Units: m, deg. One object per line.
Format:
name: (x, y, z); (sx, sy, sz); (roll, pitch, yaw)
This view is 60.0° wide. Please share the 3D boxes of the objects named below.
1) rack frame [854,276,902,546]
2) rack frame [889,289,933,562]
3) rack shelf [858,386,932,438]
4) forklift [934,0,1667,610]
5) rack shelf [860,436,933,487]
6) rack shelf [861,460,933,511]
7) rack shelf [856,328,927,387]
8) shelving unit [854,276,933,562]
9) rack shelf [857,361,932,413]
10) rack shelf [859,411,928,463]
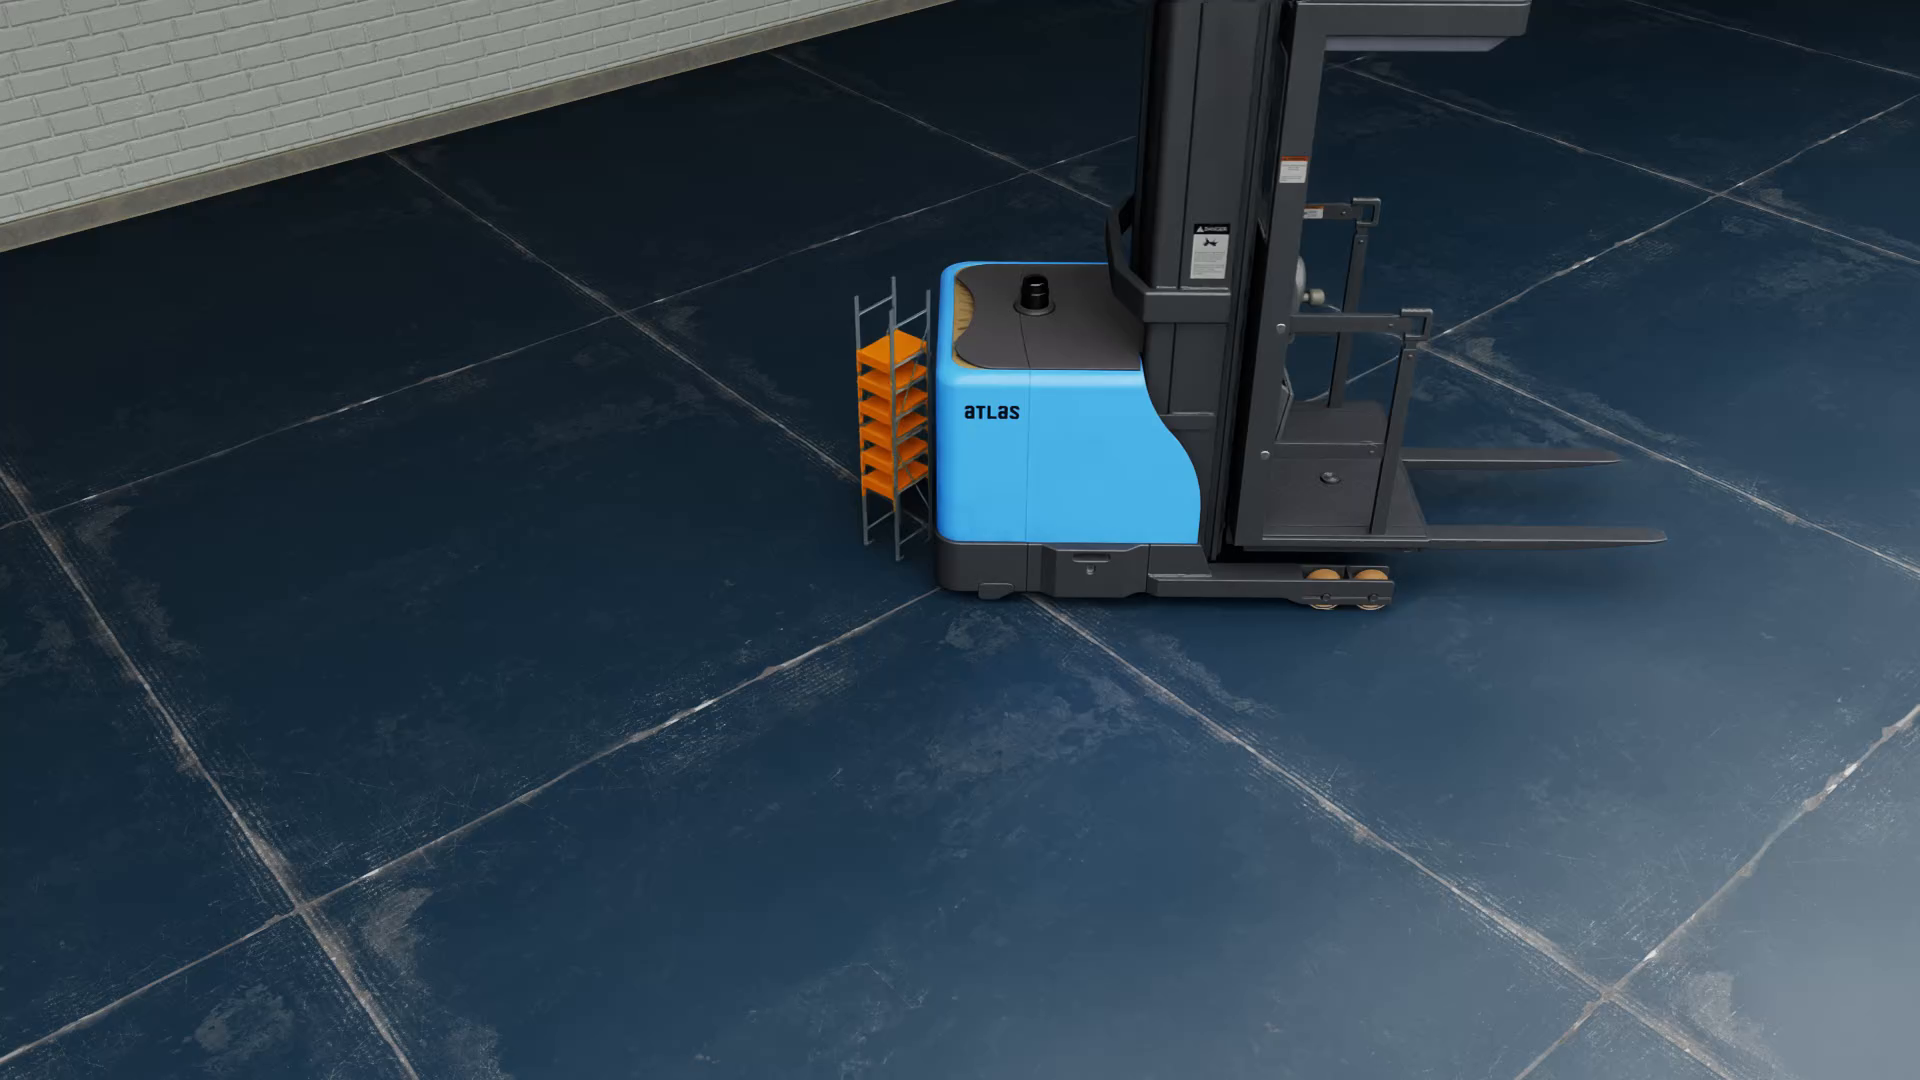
rack frame: (-0.337, -0.516, 6.940); (0.006, 1.200, 0.240); (26, 43, 31)
rack frame: (-0.196, -0.449, 6.845); (0.006, 1.200, 0.240); (26, 43, 31)
rack shelf: (-0.267, -0.544, 6.849); (0.180, 0.103, 0.258); (26, 43, 31)
forklift: (1.414, -1.219, 6.436); (3.031, 2.935, 1.130); (0, 35, 1)
rack shelf: (-0.267, -0.348, 6.988); (0.180, 0.103, 0.258); (26, 43, 31)
rack shelf: (-0.267, -0.250, 7.057); (0.180, 0.103, 0.258); (26, 43, 31)
rack shelf: (-0.267, -0.740, 6.710); (0.180, 0.103, 0.258); (26, 43, 31)
shelving unit: (-0.267, -0.482, 6.893); (0.189, 1.200, 0.258); (26, 43, 31)
rack shelf: (-0.267, -0.642, 6.780); (0.180, 0.103, 0.258); (26, 43, 31)
rack shelf: (-0.267, -0.446, 6.918); (0.180, 0.103, 0.258); (26, 43, 31)
